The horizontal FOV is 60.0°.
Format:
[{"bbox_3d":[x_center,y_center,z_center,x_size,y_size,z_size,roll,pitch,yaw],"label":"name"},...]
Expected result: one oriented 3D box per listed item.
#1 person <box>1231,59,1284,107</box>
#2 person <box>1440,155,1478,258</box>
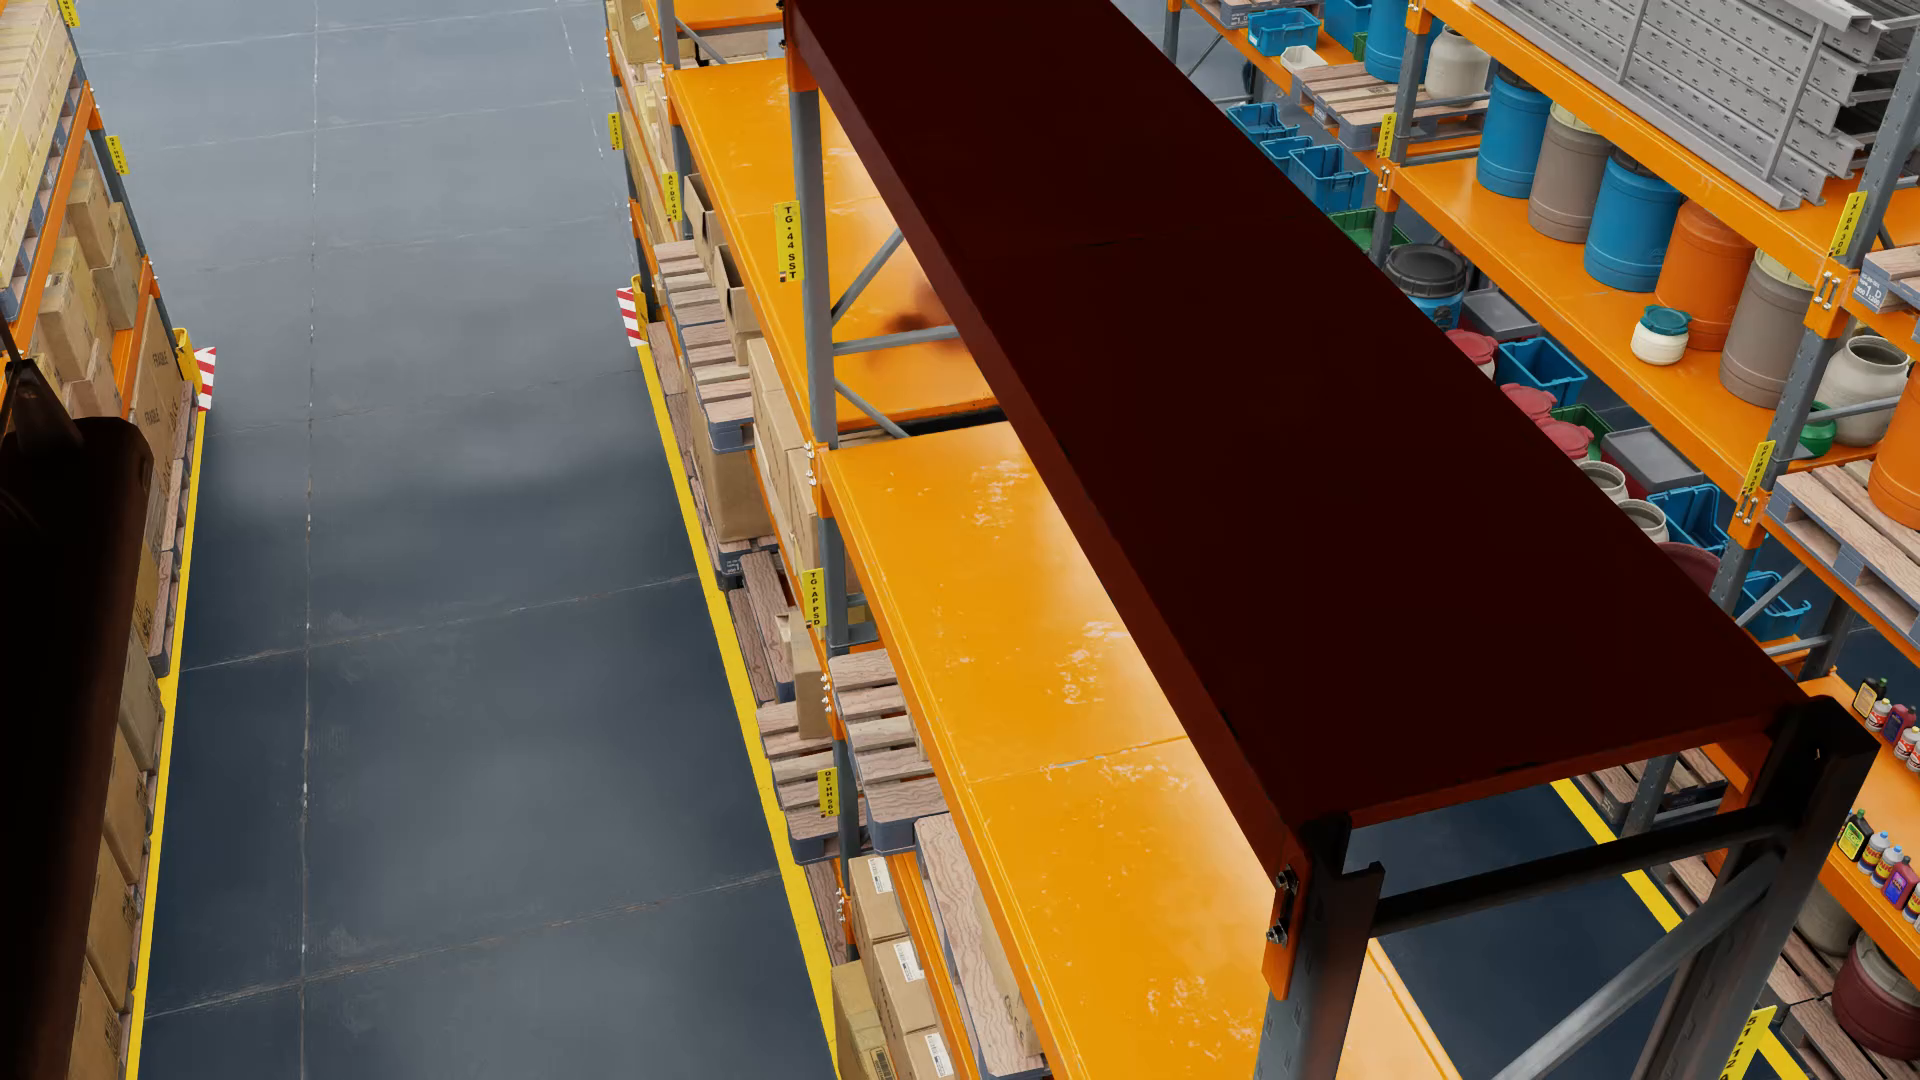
[{"bbox_3d":[3.431,-5.541,18.559,0.682,1.564,0.546,1,38,1],"label":"person"},{"bbox_3d":[4.550,-2.737,14.980,0.597,1.638,0.718,-4,39,-5],"label":"person"}]
